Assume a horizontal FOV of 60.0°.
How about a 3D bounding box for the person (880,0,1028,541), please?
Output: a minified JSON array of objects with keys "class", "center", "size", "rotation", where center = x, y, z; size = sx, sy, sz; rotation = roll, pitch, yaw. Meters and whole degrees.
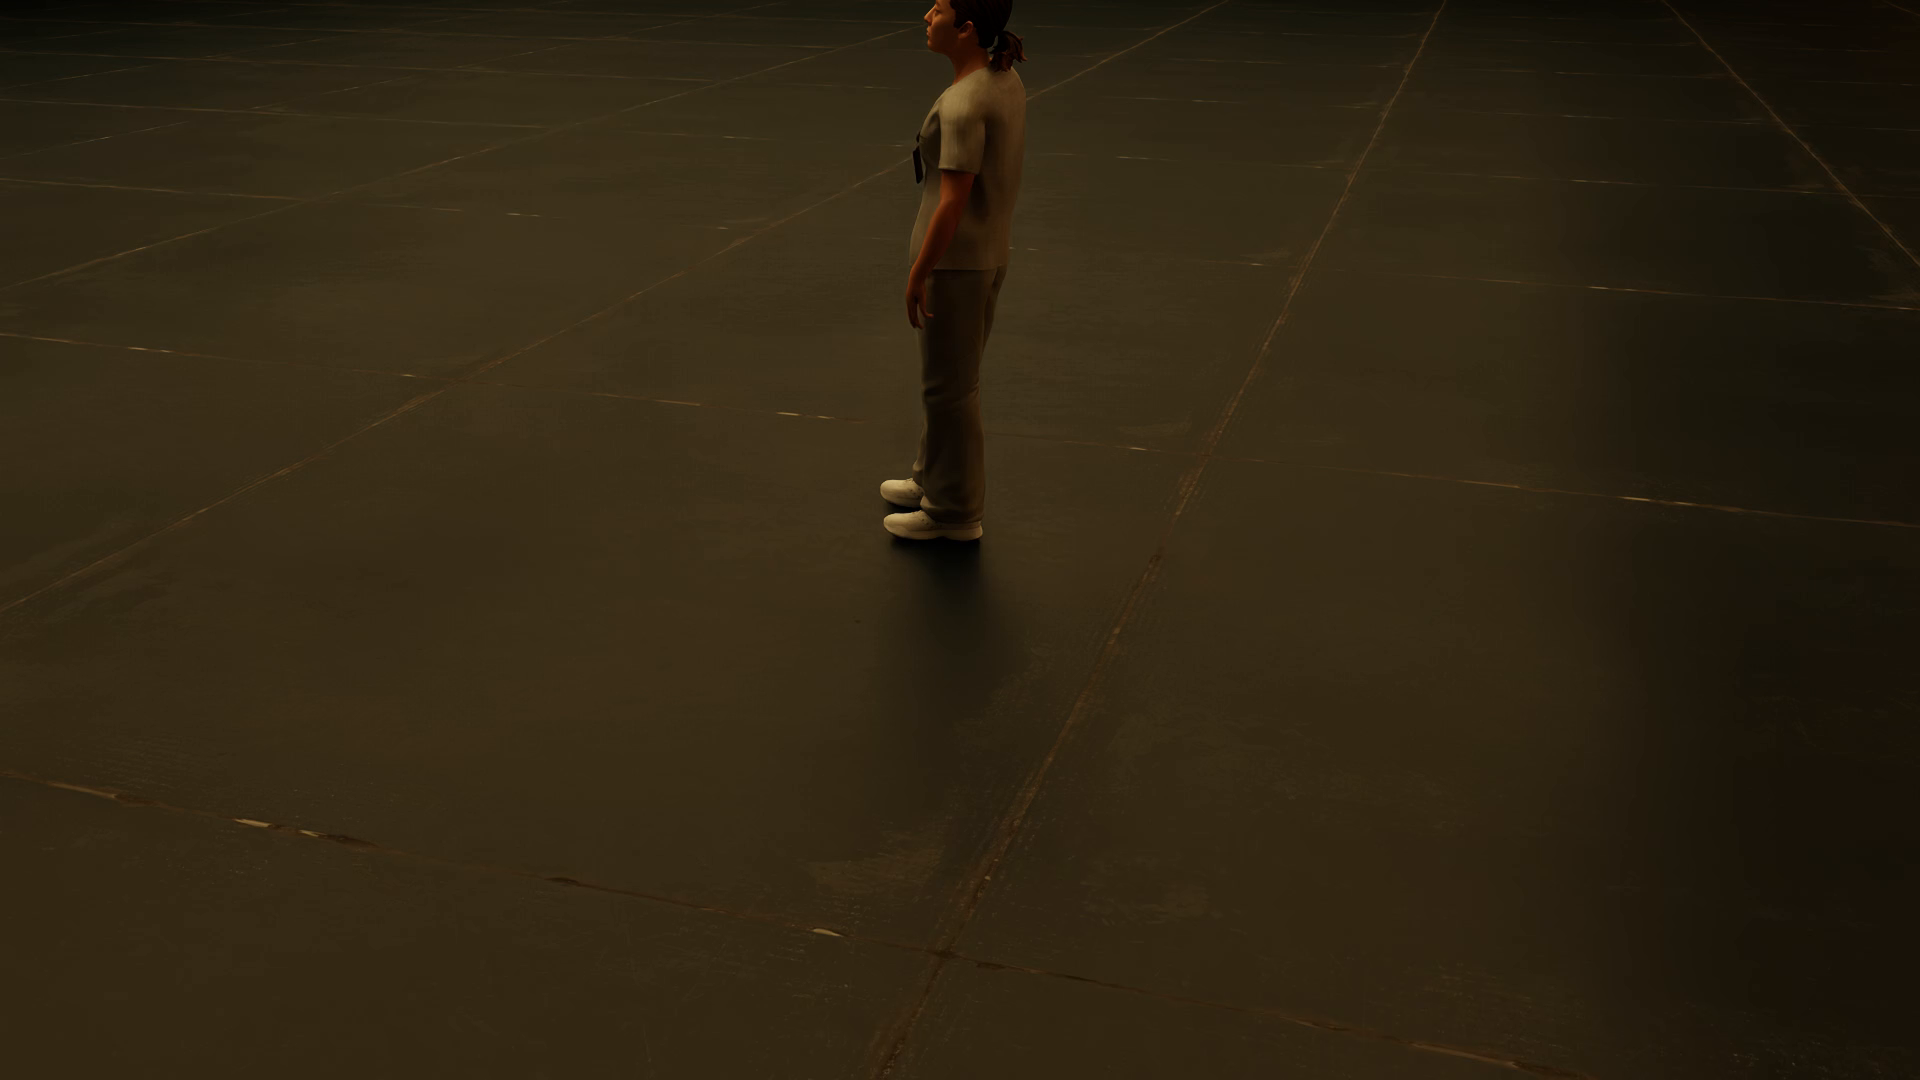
[{"class":"person","center":[-0.067,-0.795,4.830],"size":[0.548,1.673,0.549],"rotation":[7,23,16]}]
